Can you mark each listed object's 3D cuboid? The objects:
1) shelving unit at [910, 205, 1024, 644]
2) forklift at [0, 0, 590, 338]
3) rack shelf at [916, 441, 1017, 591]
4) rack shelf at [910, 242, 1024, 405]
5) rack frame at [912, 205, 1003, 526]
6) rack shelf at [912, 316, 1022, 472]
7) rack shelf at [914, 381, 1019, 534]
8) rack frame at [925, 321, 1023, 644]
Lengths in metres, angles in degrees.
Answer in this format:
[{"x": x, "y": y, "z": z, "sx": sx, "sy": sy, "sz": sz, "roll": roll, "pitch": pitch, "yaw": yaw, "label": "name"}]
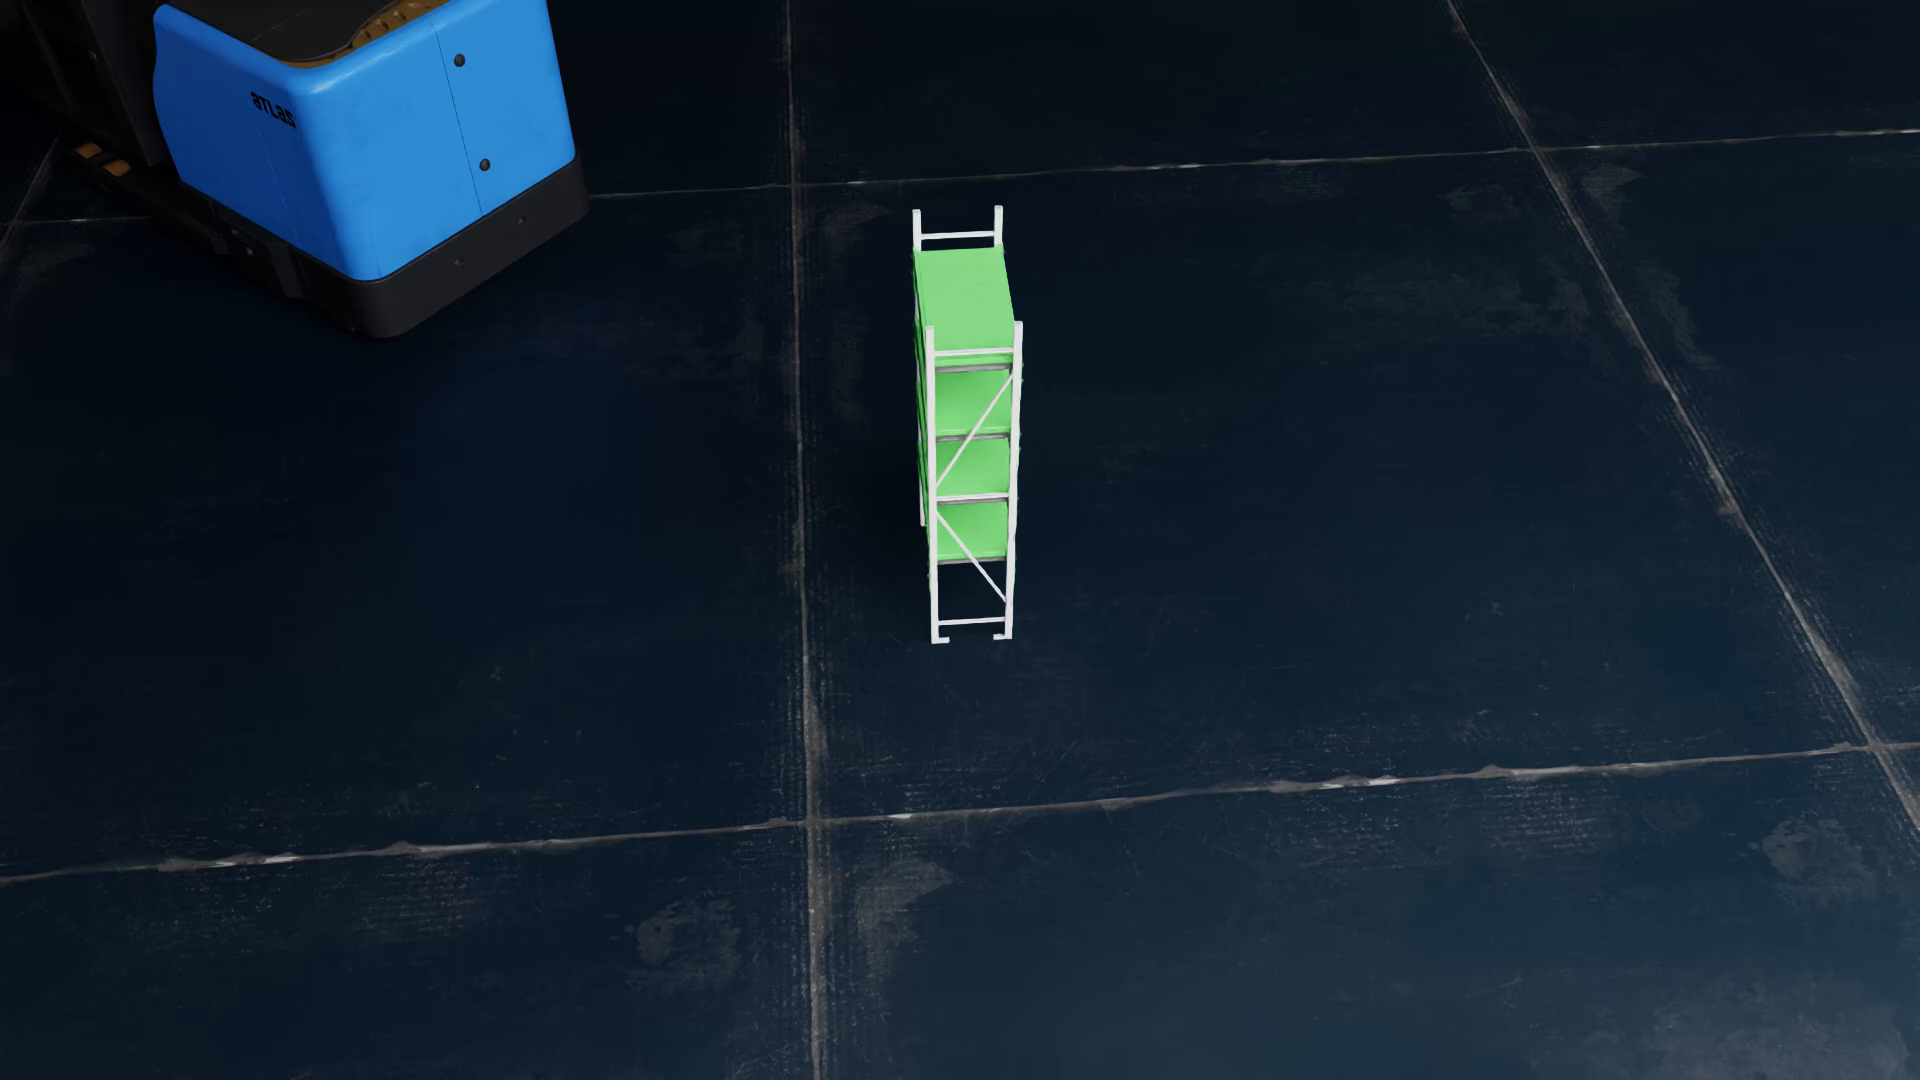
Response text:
[{"x": 0.014, "y": -0.293, "z": 4.701, "sx": 0.258, "sy": 1.200, "sz": 0.503, "roll": -3, "pitch": 47, "yaw": -3, "label": "shelving unit"}, {"x": -2.893, "y": -2.601, "z": 5.694, "sx": 3.031, "sy": 2.935, "sz": 1.130, "roll": 29, "pitch": 53, "yaw": 25, "label": "forklift"}, {"x": 0.014, "y": -0.084, "z": 4.922, "sx": 0.258, "sy": 0.148, "sz": 0.480, "roll": -3, "pitch": 47, "yaw": -3, "label": "rack shelf"}, {"x": 0.014, "y": -0.579, "z": 4.399, "sx": 0.258, "sy": 0.148, "sz": 0.480, "roll": -3, "pitch": 47, "yaw": -3, "label": "rack shelf"}, {"x": -0.007, "y": -0.469, "z": 4.868, "sx": 0.240, "sy": 1.200, "sz": 0.015, "roll": -3, "pitch": 47, "yaw": -3, "label": "rack frame"}, {"x": 0.014, "y": -0.414, "z": 4.573, "sx": 0.258, "sy": 0.148, "sz": 0.480, "roll": -3, "pitch": 47, "yaw": -3, "label": "rack shelf"}, {"x": 0.014, "y": -0.249, "z": 4.747, "sx": 0.258, "sy": 0.148, "sz": 0.480, "roll": -3, "pitch": 47, "yaw": -3, "label": "rack shelf"}, {"x": 0.034, "y": -0.116, "z": 4.534, "sx": 0.240, "sy": 1.200, "sz": 0.015, "roll": -3, "pitch": 47, "yaw": -3, "label": "rack frame"}]
